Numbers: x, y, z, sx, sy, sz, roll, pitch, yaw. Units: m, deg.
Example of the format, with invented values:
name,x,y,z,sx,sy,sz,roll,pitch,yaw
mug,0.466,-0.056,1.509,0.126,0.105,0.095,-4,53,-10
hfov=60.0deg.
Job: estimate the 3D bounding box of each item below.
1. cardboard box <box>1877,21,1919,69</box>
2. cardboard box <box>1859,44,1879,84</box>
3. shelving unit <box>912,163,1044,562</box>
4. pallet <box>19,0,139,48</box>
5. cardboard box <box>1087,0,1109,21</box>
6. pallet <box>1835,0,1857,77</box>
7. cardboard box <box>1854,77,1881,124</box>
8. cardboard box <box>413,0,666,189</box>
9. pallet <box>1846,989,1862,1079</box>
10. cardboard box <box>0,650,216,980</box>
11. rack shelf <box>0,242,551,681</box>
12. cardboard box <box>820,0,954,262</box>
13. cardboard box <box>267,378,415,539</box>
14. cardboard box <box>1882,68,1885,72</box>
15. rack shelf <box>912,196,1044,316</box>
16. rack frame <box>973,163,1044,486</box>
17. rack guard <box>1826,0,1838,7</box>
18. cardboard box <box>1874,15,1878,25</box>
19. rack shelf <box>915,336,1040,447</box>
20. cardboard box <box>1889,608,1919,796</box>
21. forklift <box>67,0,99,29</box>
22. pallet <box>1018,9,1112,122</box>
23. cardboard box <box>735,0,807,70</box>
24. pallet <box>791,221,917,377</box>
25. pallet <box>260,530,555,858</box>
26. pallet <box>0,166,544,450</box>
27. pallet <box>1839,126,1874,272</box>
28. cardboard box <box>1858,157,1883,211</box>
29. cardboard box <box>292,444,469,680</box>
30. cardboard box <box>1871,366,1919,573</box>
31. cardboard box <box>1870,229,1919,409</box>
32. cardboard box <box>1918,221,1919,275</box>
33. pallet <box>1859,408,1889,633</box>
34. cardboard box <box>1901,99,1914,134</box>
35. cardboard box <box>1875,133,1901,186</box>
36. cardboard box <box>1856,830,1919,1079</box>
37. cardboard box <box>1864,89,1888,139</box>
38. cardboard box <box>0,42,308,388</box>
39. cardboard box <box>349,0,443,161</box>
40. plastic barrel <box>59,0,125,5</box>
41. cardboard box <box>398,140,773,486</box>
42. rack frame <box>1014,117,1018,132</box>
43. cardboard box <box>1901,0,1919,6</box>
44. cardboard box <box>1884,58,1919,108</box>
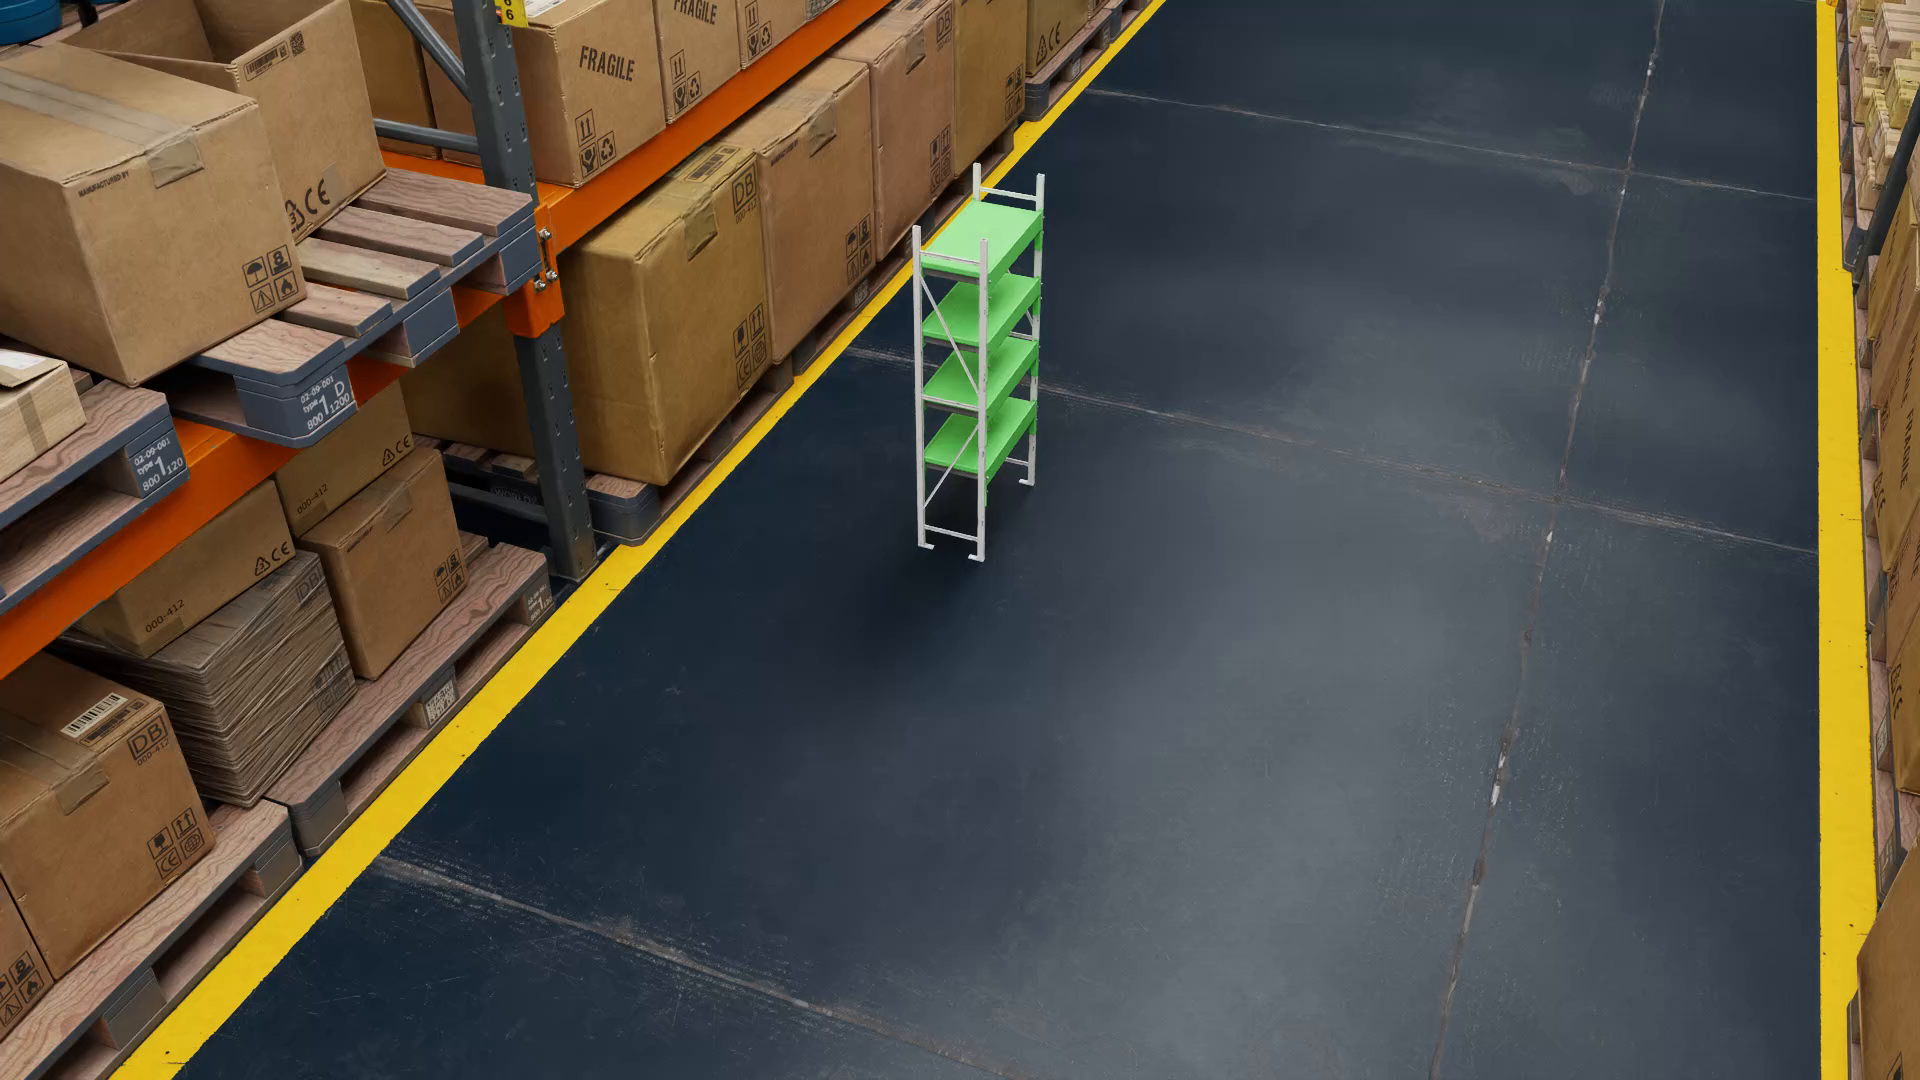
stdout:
name,x,y,z,sx,sy,sz,roll,pitch,yaw
cardboard box,4.595,-2.335,7.901,0.380,0.149,0.250,12,38,16
cardboard box,4.813,-2.391,8.474,0.380,0.149,0.250,14,39,18
shelving unit,0.063,-0.572,5.513,0.258,1.200,0.503,14,39,18
pallet,-5.098,-3.006,9.596,1.003,0.211,1.213,14,39,18
cardboard box,0.482,-3.575,9.452,0.875,0.875,0.875,14,39,18
pallet,5.514,-2.841,9.374,1.003,0.211,1.213,14,39,18
cardboard box,4.591,-2.121,8.113,0.380,0.149,0.250,14,39,18
cardboard box,-1.271,-1.445,5.095,0.500,0.500,0.500,15,39,19
pallet,2.471,1.524,3.535,1.003,0.211,1.213,14,39,18
cardboard box,-2.352,0.628,4.125,0.700,0.500,0.500,17,40,21
rack shelf,-2.468,0.197,3.581,1.077,0.370,4.000,14,39,18
cardboard box,-0.750,-1.876,7.178,1.225,0.875,0.875,13,39,16
cardboard box,-1.935,-0.296,4.734,0.500,0.250,0.500,15,39,20
cardboard box,4.752,-2.330,8.144,0.380,0.149,0.250,12,38,16
rack shelf,0.063,-0.906,5.264,0.258,0.148,0.480,14,39,18
rack frame,0.156,-0.707,5.694,0.240,1.200,0.015,14,39,18
rack guard,5.856,-3.398,9.879,1.175,0.500,0.348,14,39,18
cardboard box,5.070,-2.669,8.845,0.380,0.149,0.250,14,39,18
rack shelf,0.063,-0.521,5.552,0.258,0.148,0.480,14,39,18
cardboard box,2.850,0.397,4.451,0.500,0.500,0.500,14,39,18
forklift,-2.888,-2.338,6.429,1.130,2.935,3.031,15,39,19
pallet,0.176,-2.699,9.185,1.003,0.211,1.213,14,39,18
cardboard box,-0.885,-2.016,5.858,0.500,0.500,0.500,13,39,17
pallet,-0.872,-1.174,7.144,1.003,0.211,1.213,14,39,18
pallet,-2.006,0.351,5.104,1.003,0.211,1.213,14,39,18
pallet,-1.880,-0.702,4.344,1.213,0.211,1.003,14,39,18
pallet,4.586,-1.490,7.567,1.003,0.211,1.213,14,39,18
cardboard box,4.197,-1.548,7.346,0.380,0.149,0.250,14,39,18
cardboard box,-1.944,0.002,4.962,0.700,0.500,0.500,12,38,15
cardboard box,3.237,-0.186,5.231,0.500,0.500,0.500,12,38,16
cardboard box,3.637,-0.752,5.988,0.500,0.500,0.500,16,40,20
cardboard box,3.637,-1.050,5.760,0.500,0.250,0.500,15,39,19
pallet,3.605,-0.001,5.575,1.003,0.211,1.213,14,39,18
cardboard box,4.258,-1.748,7.116,0.380,0.149,0.250,15,39,19
cardboard box,4.189,-1.619,7.193,0.380,0.149,0.250,15,39,19
cardboard box,2.526,1.037,3.385,1.050,0.750,0.750,13,39,17
cardboard box,4.366,-1.924,7.601,0.380,0.149,0.250,13,39,16
cardboard box,-1.996,-0.766,3.836,0.700,0.500,0.500,20,41,24
cardboard box,-1.749,-1.568,5.259,0.500,0.500,0.500,15,39,19
plastic barrel,-4.989,-3.571,9.425,0.600,0.901,0.708,14,39,18
cardboard box,-1.426,-0.893,5.863,1.225,0.875,0.875,12,38,16
rack frame,-0.185,-3.413,7.810,1.000,3.000,0.127,14,39,18
cardboard box,4.882,-2.599,8.256,0.380,0.149,0.250,14,39,18
cardboard box,4.406,-2.038,7.504,0.380,0.149,0.250,13,39,17
